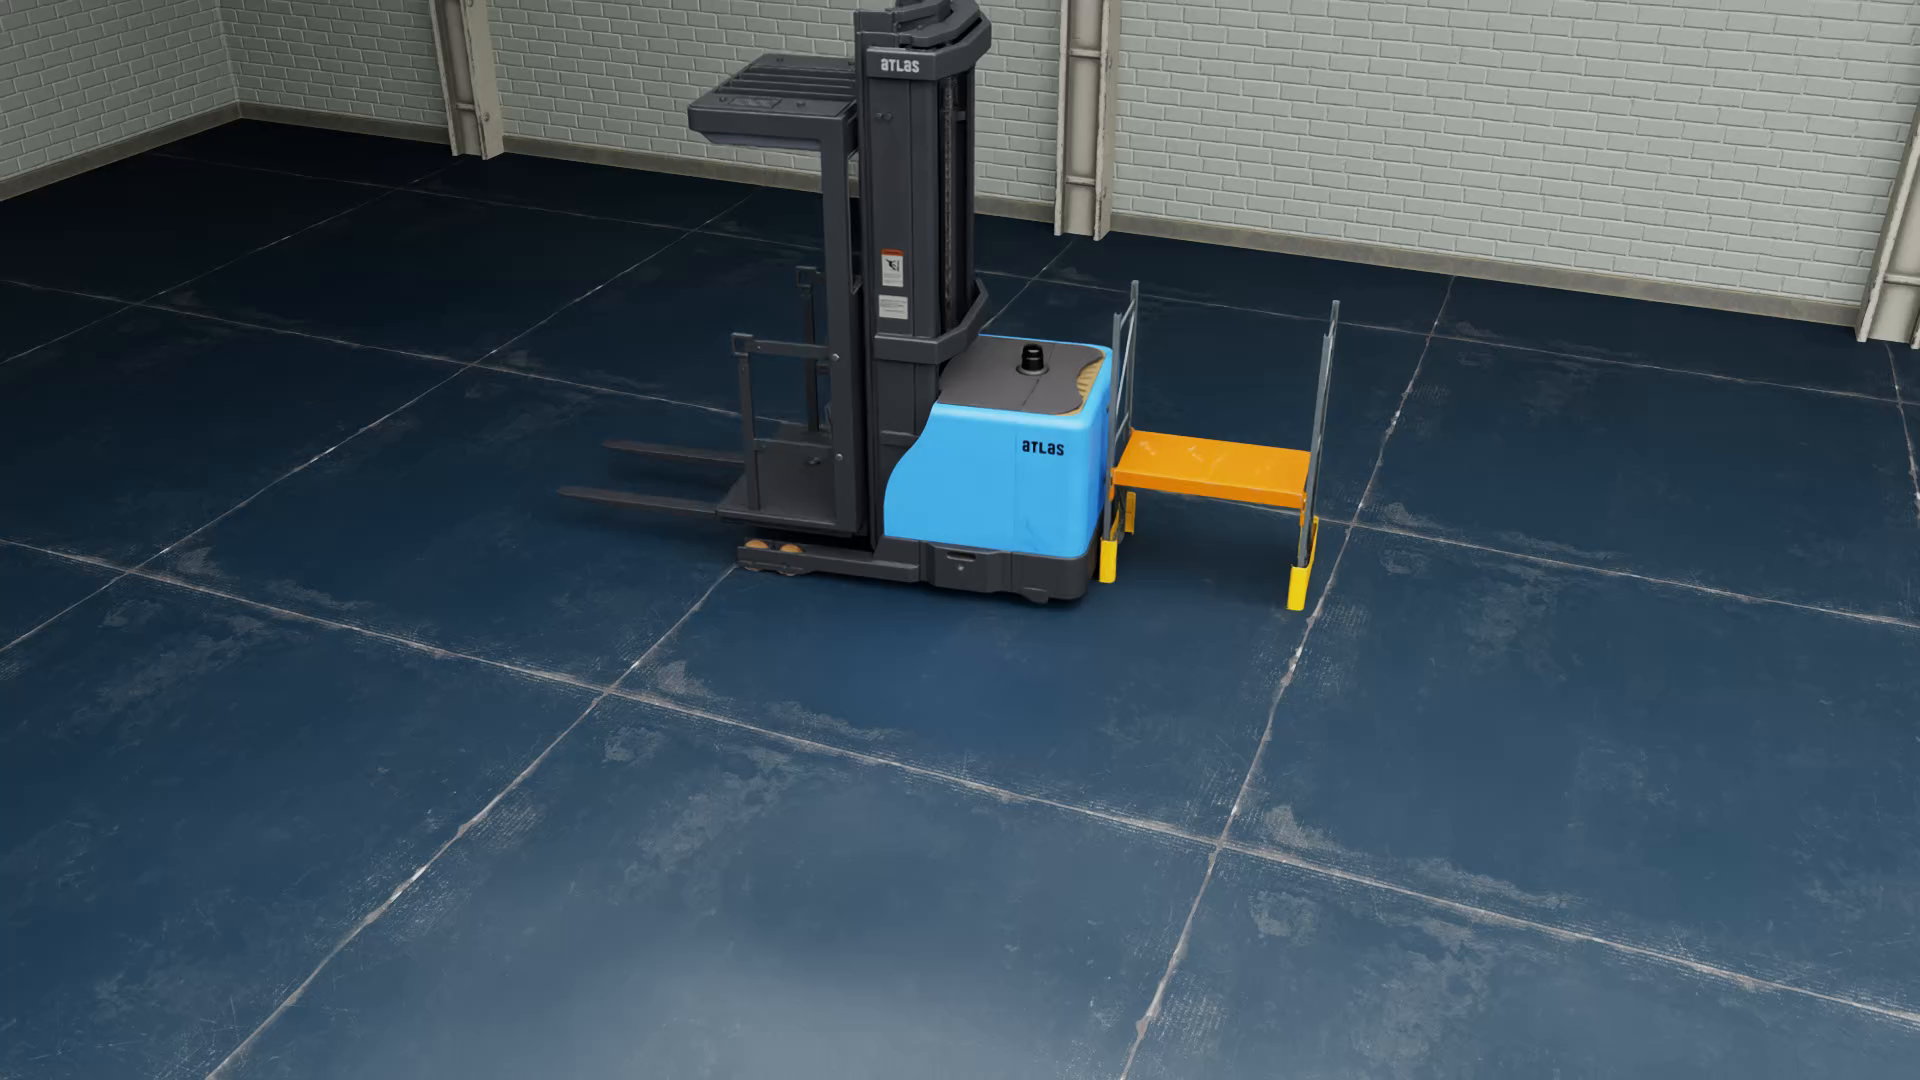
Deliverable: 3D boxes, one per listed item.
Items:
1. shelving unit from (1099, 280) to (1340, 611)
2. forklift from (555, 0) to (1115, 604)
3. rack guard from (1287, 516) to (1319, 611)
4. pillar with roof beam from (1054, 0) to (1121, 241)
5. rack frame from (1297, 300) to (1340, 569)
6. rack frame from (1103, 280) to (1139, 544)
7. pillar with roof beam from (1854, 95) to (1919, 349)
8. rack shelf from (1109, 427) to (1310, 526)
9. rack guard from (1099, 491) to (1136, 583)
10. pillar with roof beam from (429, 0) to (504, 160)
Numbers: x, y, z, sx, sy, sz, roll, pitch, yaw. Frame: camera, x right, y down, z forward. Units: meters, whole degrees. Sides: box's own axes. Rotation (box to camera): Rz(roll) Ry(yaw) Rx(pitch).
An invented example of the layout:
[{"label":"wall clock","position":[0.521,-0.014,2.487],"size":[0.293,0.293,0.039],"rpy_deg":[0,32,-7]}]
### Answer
[{"label":"shelving unit","position":[1.335,-0.496,8.603],"size":[1.083,1.500,0.587],"rpy_deg":[8,30,14]},{"label":"forklift","position":[-0.710,-1.327,8.618],"size":[3.031,2.935,1.130],"rpy_deg":[7,30,12]},{"label":"rack guard","position":[1.813,0.116,8.790],"size":[0.087,0.250,0.587],"rpy_deg":[8,30,14]},{"label":"pillar with roof beam","position":[-0.606,-4.504,8.073],"size":[0.400,9.000,9.100],"rpy_deg":[11,31,19]},{"label":"rack frame","position":[1.815,-0.428,8.482],"size":[0.032,1.500,0.500],"rpy_deg":[8,30,14]},{"label":"rack frame","position":[0.838,-0.567,8.729],"size":[0.032,1.500,0.500],"rpy_deg":[8,30,14]},{"label":"pillar with roof beam","position":[4.953,-3.394,6.109],"size":[0.400,9.000,9.100],"rpy_deg":[11,31,19]},{"label":"rack shelf","position":[1.326,-0.341,8.694],"size":[1.000,0.185,0.538],"rpy_deg":[8,30,14]},{"label":"rack guard","position":[0.857,-0.020,9.032],"size":[0.087,0.250,0.587],"rpy_deg":[8,30,14]},{"label":"pillar with roof beam","position":[-6.166,-5.614,10.037],"size":[0.400,9.000,9.100],"rpy_deg":[11,31,19]}]
